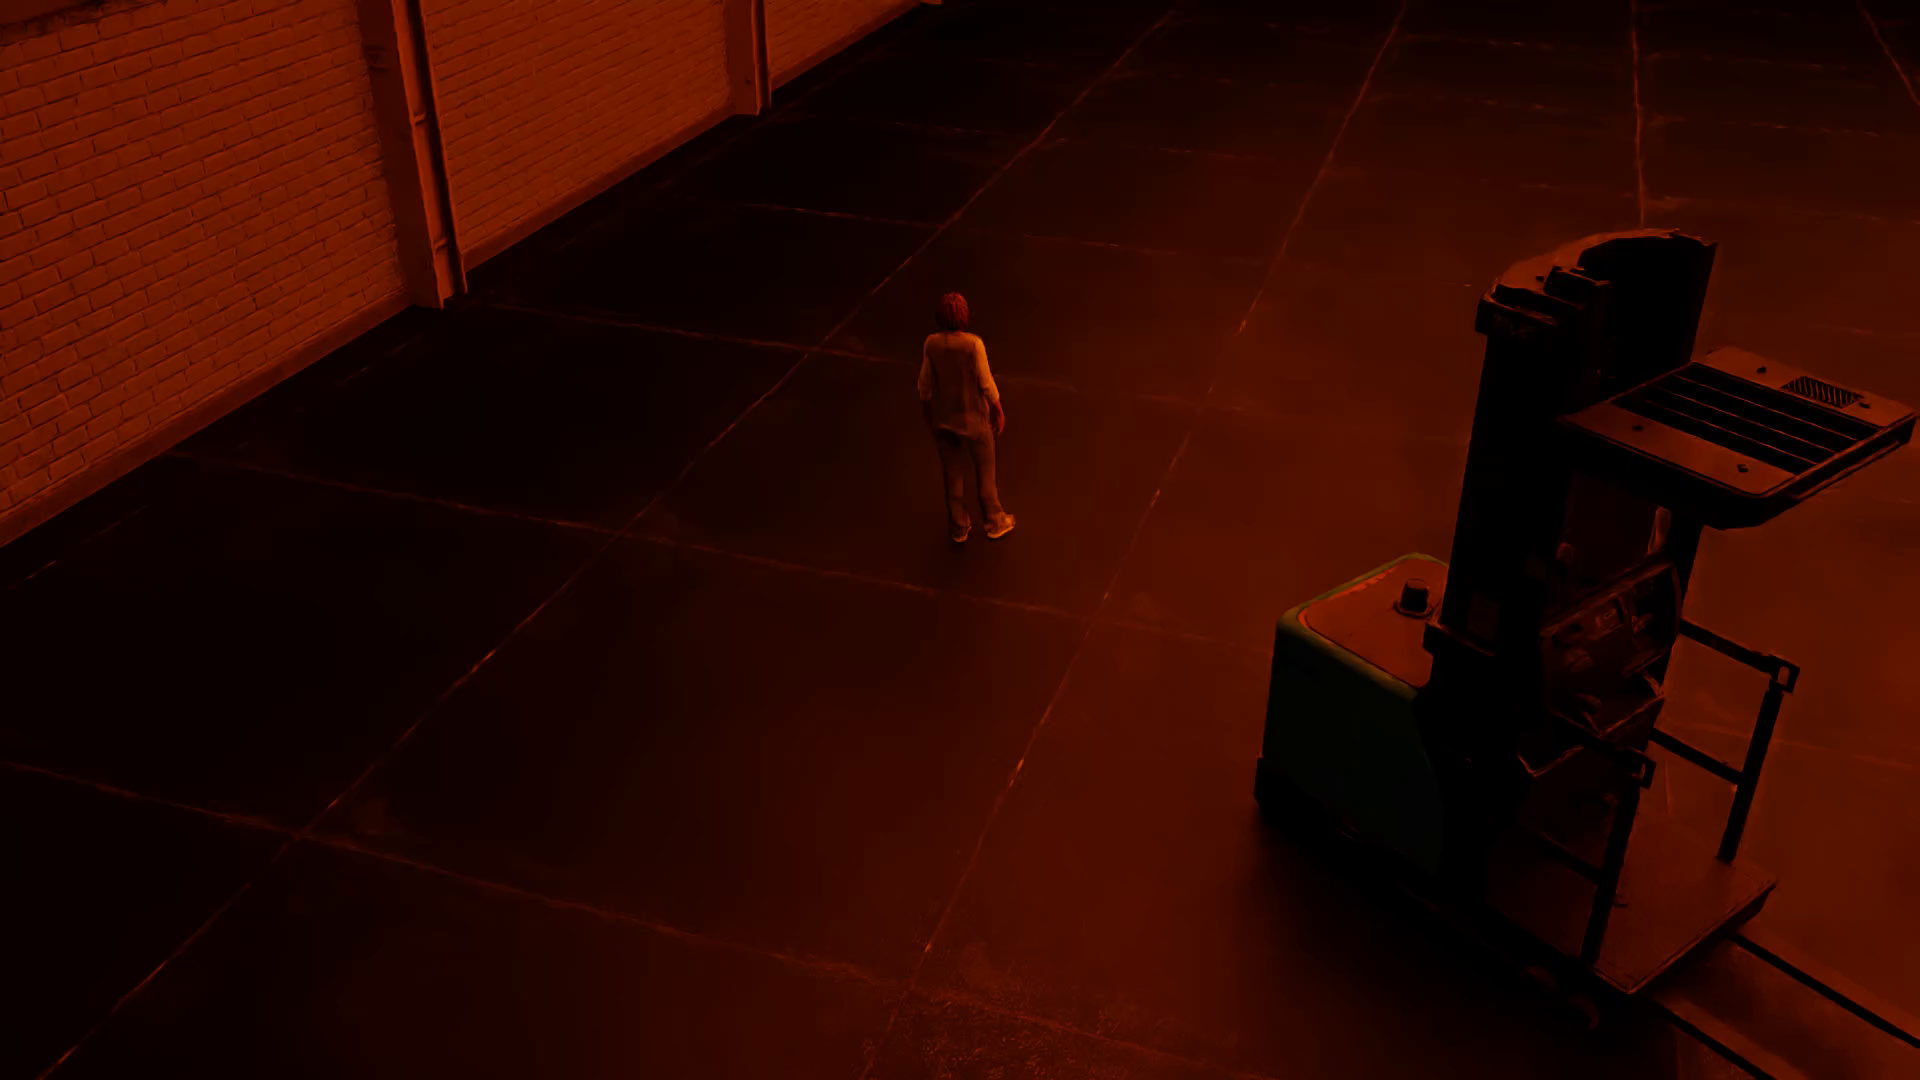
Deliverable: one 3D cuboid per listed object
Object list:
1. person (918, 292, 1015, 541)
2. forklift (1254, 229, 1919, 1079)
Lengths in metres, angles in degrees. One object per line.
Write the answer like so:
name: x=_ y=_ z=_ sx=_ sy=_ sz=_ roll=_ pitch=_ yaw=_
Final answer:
person: x=0.037 y=-0.732 z=9.754 sx=0.521 sy=1.597 sz=0.474 roll=10 pitch=31 yaw=16
forklift: x=2.685 y=0.422 z=6.397 sx=1.130 sy=2.935 sz=3.031 roll=-21 pitch=36 yaw=-32
